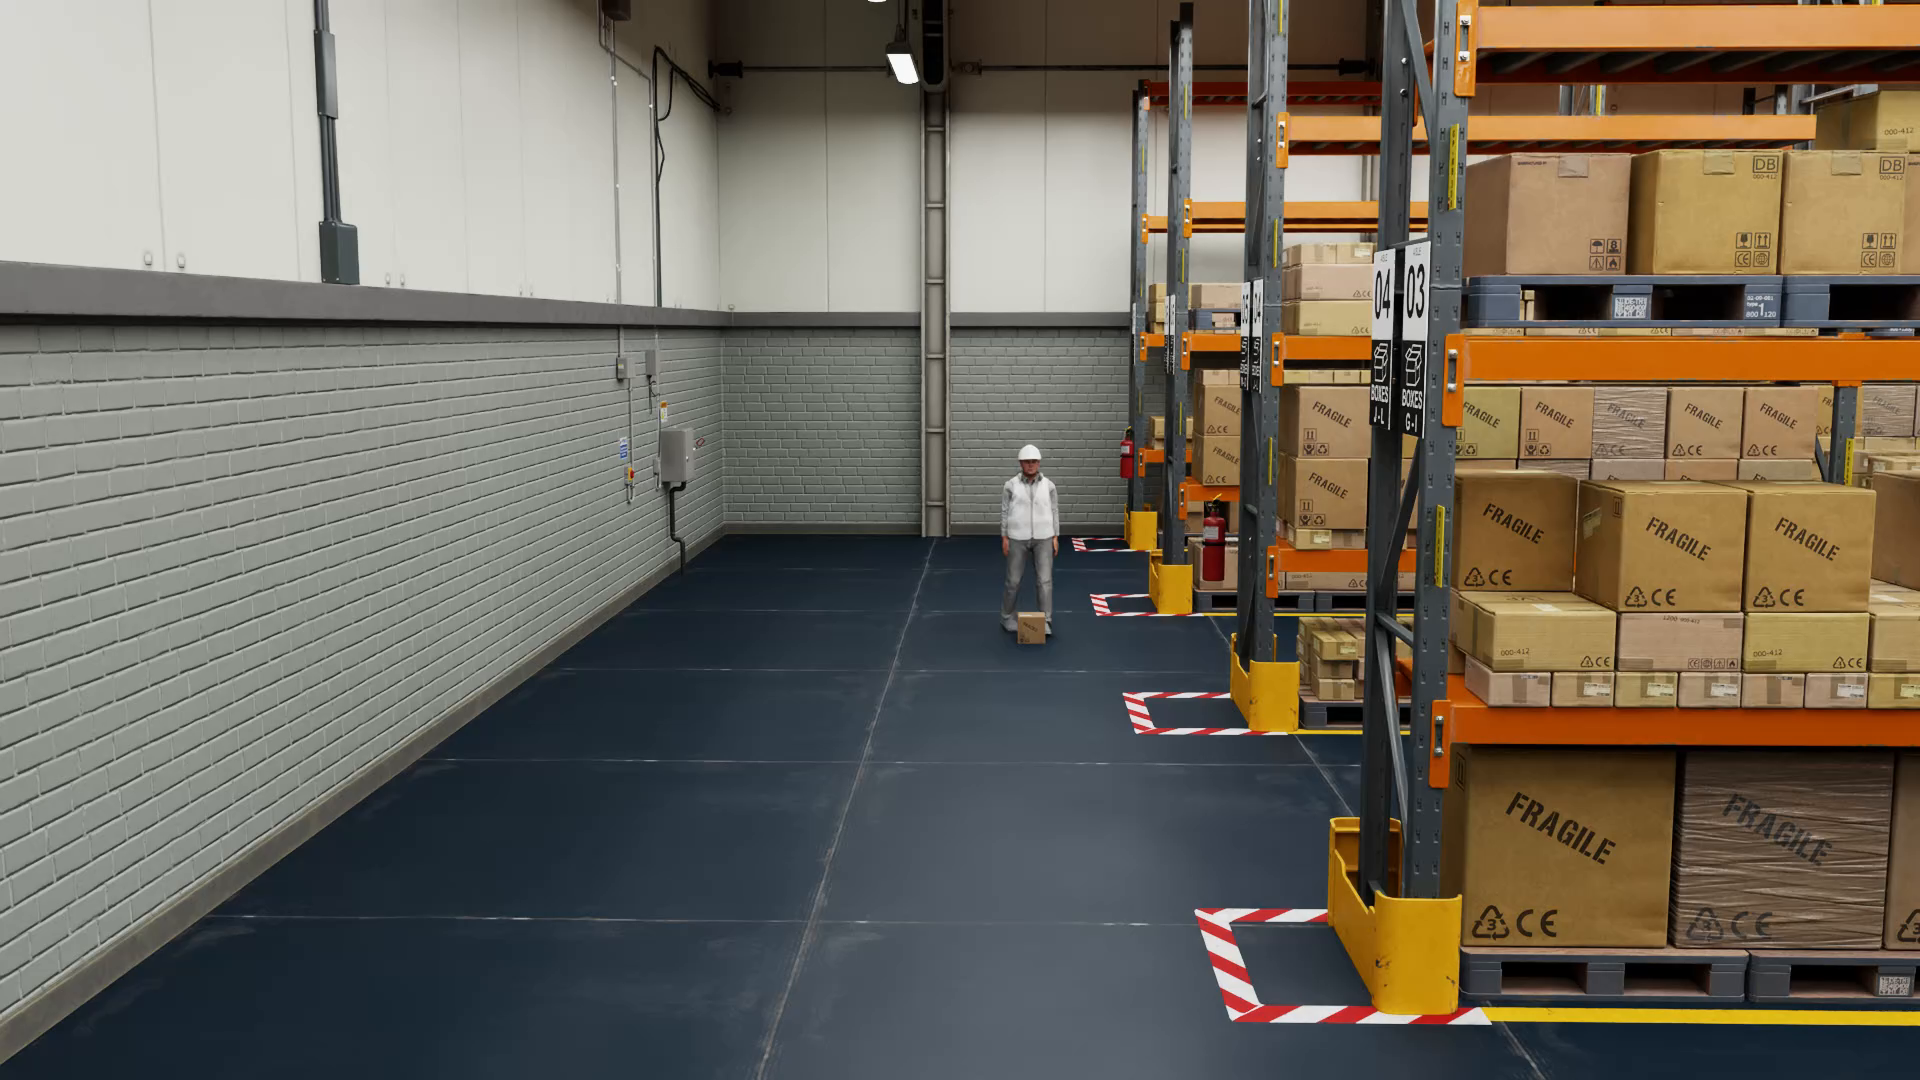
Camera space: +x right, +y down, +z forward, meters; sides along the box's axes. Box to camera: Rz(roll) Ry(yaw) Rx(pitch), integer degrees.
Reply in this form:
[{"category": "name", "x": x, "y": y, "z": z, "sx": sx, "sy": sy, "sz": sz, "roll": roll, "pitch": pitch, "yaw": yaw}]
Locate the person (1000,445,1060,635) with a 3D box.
[{"category": "person", "x": 0.668, "y": -0.004, "z": 15.661, "sx": 0.558, "sy": 1.773, "sz": 0.536, "roll": 0, "pitch": 7, "yaw": -4}]
